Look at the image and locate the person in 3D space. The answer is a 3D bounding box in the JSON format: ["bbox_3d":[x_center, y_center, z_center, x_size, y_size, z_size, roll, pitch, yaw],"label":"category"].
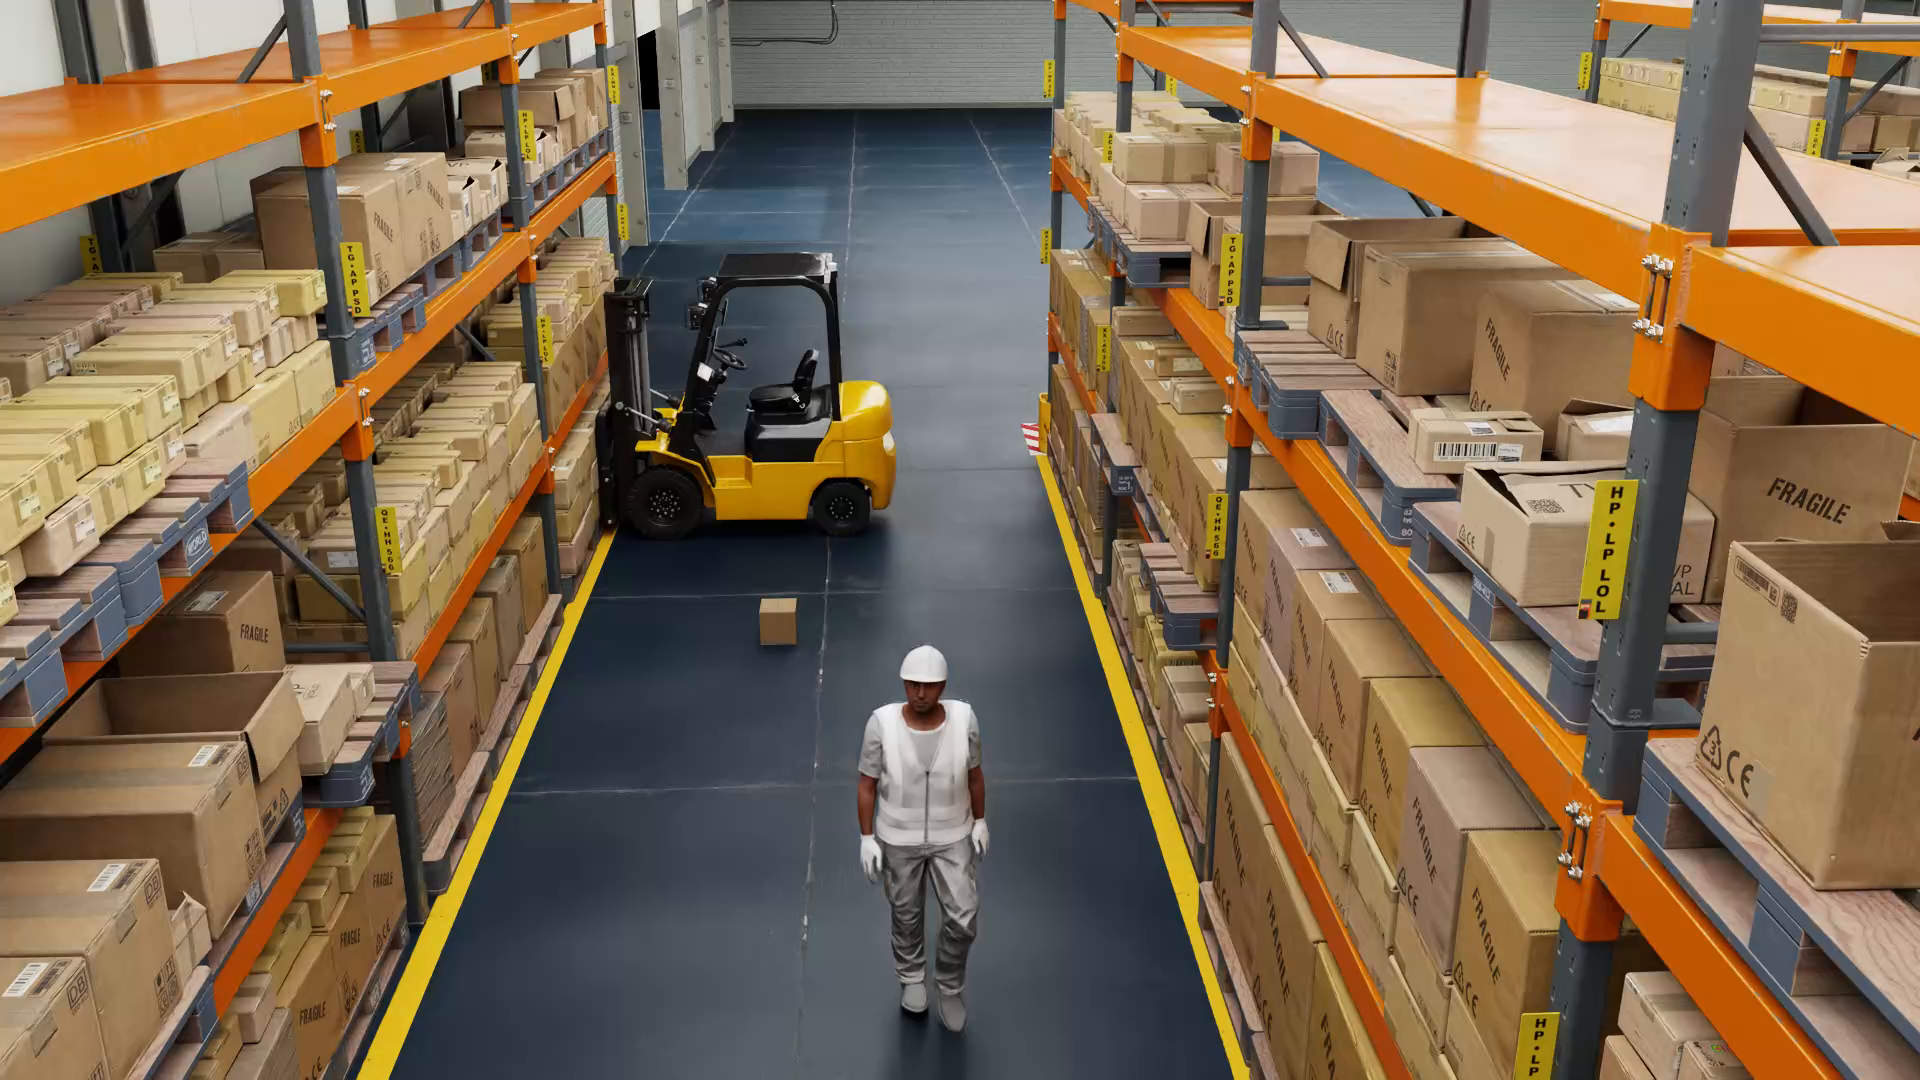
[{"bbox_3d":[-0.151,1.353,7.367,0.598,1.827,0.485,-2,20,-5],"label":"person"}]
